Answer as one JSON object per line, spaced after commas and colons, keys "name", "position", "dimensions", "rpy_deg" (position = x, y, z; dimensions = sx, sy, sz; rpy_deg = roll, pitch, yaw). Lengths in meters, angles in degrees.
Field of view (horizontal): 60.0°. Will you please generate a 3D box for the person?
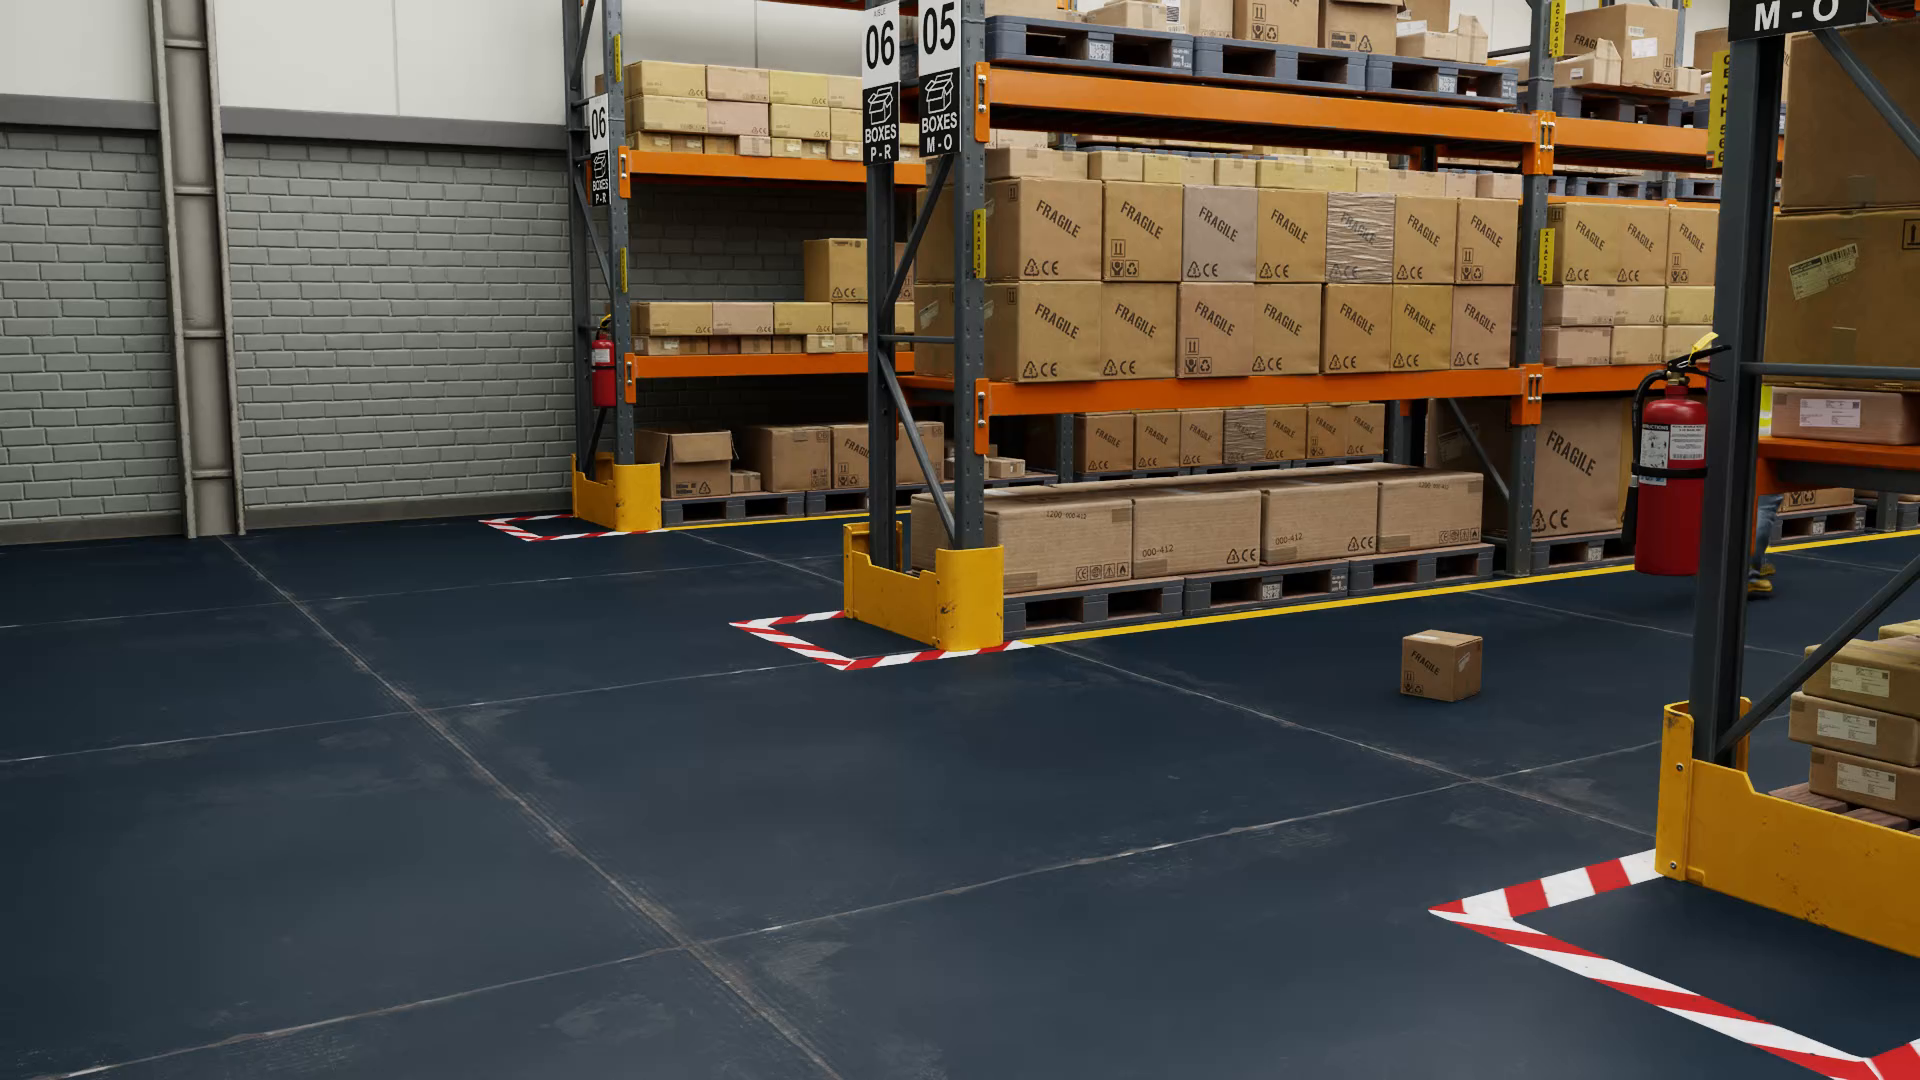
{"name": "person", "position": [4.760, -0.583, 9.729], "dimensions": [0.880, 1.727, 0.571], "rpy_deg": [-6, 10, -37]}
